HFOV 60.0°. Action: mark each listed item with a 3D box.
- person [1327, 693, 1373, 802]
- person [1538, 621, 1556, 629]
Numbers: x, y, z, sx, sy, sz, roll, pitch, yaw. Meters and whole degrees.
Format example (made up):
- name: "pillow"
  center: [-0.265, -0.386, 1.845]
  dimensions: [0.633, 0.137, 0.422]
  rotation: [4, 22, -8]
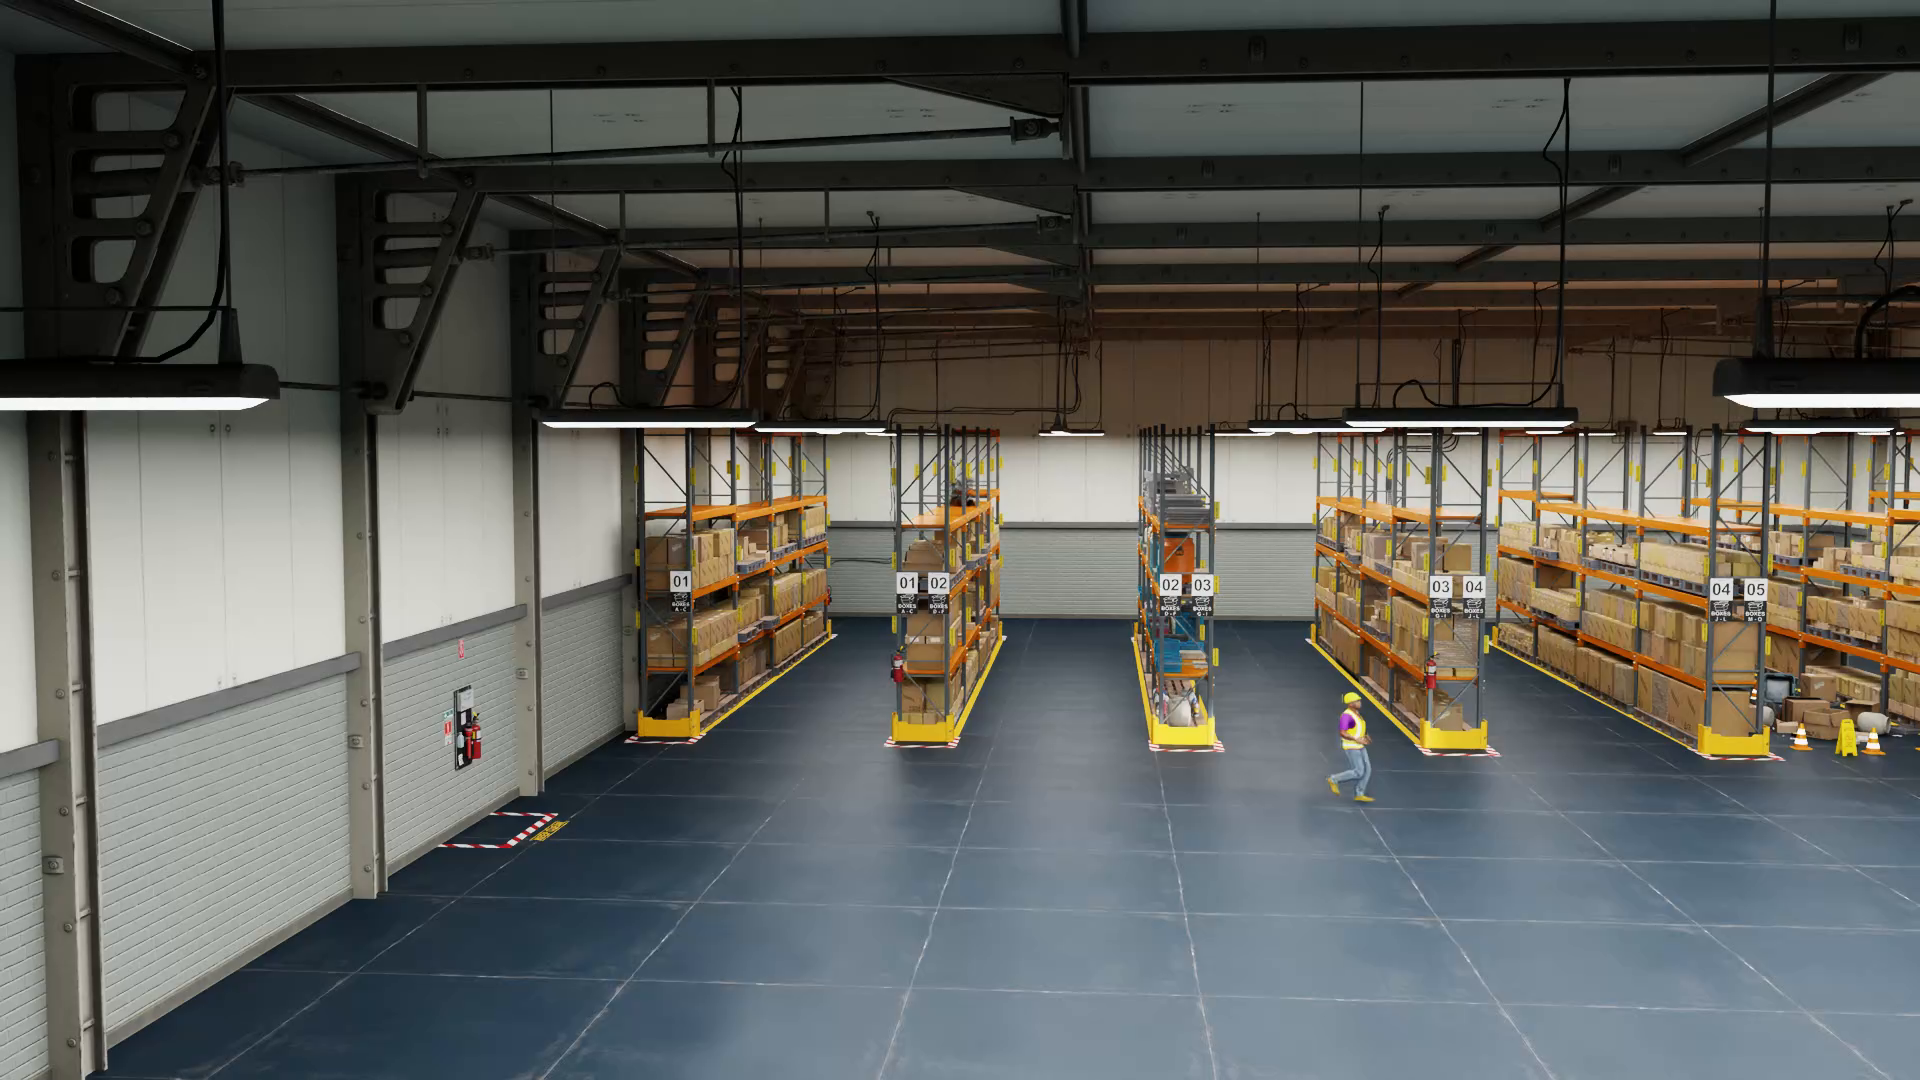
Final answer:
- name: "person"
  center: [6.189, 3.263, 26.252]
  dimensions: [0.706, 1.723, 0.706]
  rotation: [2, 4, 29]
- name: "person"
  center: [16.425, 2.015, 46.890]
  dimensions: [0.760, 1.704, 0.754]
  rotation: [-3, 4, -39]
